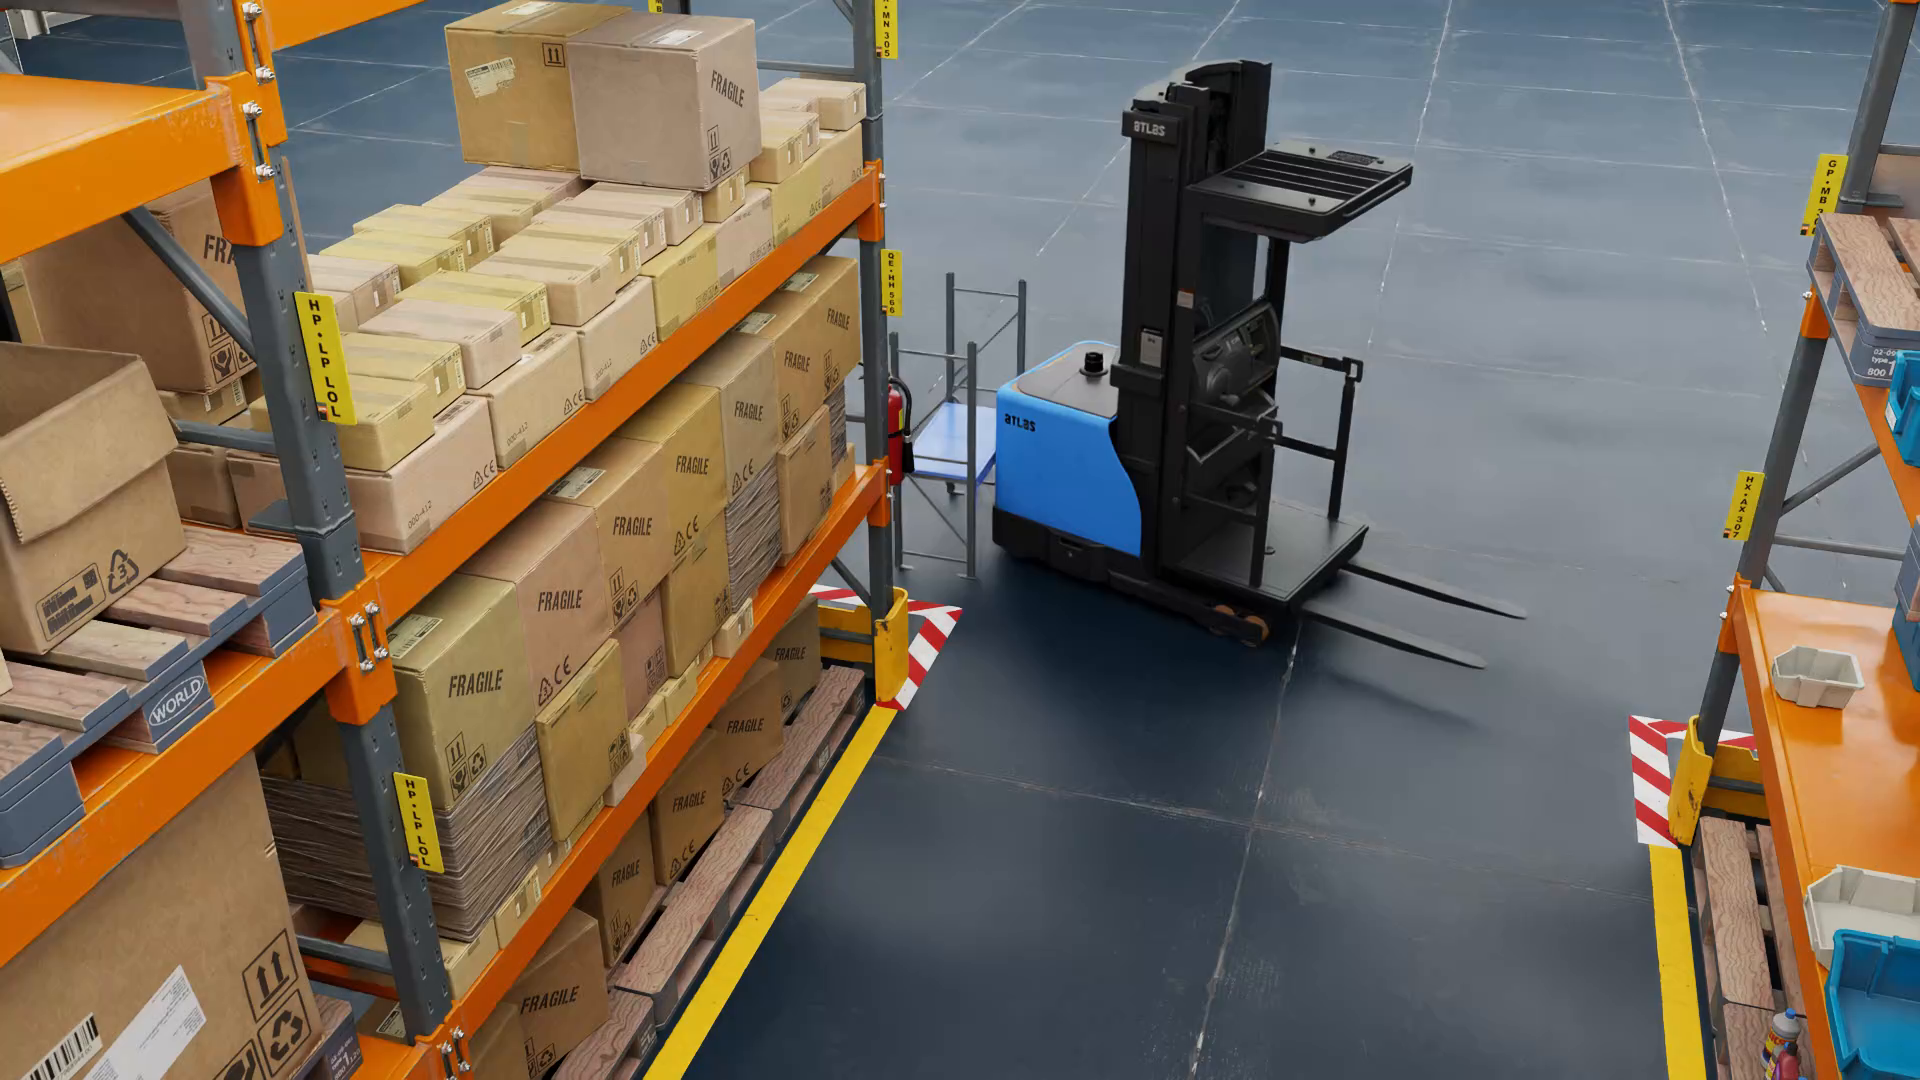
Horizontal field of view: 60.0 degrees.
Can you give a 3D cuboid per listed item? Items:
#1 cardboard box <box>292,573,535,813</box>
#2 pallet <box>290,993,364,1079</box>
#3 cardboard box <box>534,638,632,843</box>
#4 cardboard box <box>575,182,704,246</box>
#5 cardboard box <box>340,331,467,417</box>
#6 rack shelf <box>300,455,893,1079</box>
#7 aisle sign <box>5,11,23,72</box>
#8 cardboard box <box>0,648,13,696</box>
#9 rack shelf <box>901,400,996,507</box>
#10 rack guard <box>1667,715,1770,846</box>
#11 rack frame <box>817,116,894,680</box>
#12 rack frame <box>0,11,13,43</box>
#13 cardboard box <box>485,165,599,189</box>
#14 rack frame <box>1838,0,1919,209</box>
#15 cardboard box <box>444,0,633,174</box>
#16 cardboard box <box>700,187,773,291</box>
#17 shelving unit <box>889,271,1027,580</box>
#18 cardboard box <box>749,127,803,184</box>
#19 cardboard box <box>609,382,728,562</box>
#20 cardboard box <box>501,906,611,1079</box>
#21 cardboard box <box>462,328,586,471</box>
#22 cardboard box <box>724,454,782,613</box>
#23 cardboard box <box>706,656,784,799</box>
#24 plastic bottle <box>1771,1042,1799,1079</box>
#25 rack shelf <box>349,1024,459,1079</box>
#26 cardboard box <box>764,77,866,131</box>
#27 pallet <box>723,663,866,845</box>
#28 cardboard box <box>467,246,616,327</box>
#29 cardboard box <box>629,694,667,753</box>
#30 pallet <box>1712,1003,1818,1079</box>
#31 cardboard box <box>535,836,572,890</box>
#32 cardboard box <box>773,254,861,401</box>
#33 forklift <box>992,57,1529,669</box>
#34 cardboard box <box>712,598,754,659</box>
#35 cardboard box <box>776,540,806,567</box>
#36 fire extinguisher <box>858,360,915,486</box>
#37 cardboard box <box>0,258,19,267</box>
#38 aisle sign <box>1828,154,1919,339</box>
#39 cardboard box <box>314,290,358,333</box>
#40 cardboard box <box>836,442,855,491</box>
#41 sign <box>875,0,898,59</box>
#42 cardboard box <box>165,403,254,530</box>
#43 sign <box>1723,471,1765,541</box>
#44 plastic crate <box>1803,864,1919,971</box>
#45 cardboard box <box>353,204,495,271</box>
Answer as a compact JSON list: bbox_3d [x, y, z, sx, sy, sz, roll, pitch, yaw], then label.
[{"bbox_3d":[-1.644,0.424,4.964,0.500,0.500,0.500,8,30,15],"label":"cardboard box"},{"bbox_3d":[-2.382,1.626,4.439,1.003,0.211,1.213,8,30,15],"label":"pallet"},{"bbox_3d":[-1.647,0.607,5.665,0.875,0.500,0.500,8,30,15],"label":"cardboard box"},{"bbox_3d":[-1.142,-1.173,5.931,0.380,0.149,0.250,7,30,12],"label":"cardboard box"},{"bbox_3d":[-1.616,-0.452,4.636,0.380,0.149,0.250,7,30,12],"label":"cardboard box"},{"bbox_3d":[-1.432,0.593,6.839,1.077,0.370,4.000,8,30,15],"label":"rack shelf"},{"bbox_3d":[-5.249,-2.532,9.042,0.394,0.787,0.004,8,30,15],"label":"aisle sign"},{"bbox_3d":[-2.199,0.223,3.384,0.396,0.266,0.258,10,30,17],"label":"cardboard box"},{"bbox_3d":[0.003,-0.542,10.051,0.538,0.185,1.000,9,30,15],"label":"rack shelf"},{"bbox_3d":[3.912,1.190,7.596,1.175,0.500,0.348,8,30,15],"label":"rack guard"},{"bbox_3d":[-0.845,-0.651,8.335,1.000,3.000,0.127,8,30,15],"label":"rack frame"},{"bbox_3d":[-5.557,-4.027,8.233,1.000,3.000,0.127,8,30,15],"label":"rack frame"},{"bbox_3d":[-1.561,-1.376,6.297,0.380,0.149,0.250,7,30,13],"label":"cardboard box"},{"bbox_3d":[3.890,-2.566,5.606,1.000,3.000,0.127,8,30,15],"label":"rack frame"},{"bbox_3d":[-1.539,-1.703,6.217,0.500,0.500,0.500,8,30,15],"label":"cardboard box"},{"bbox_3d":[-1.046,-1.167,6.330,0.500,0.250,0.500,9,30,16],"label":"cardboard box"},{"bbox_3d":[0.003,-0.699,9.964,0.538,1.500,1.048,9,30,15],"label":"shelving unit"},{"bbox_3d":[-0.843,-1.530,6.573,0.380,0.149,0.250,9,30,15],"label":"cardboard box"},{"bbox_3d":[-1.215,-0.274,6.220,0.500,0.500,0.500,8,30,15],"label":"cardboard box"},{"bbox_3d":[-1.703,1.669,6.303,0.500,0.500,0.500,19,34,30],"label":"cardboard box"},{"bbox_3d":[-1.492,-0.457,5.054,0.500,0.250,0.500,8,30,14],"label":"cardboard box"},{"bbox_3d":[-1.253,-0.097,6.931,0.875,0.500,0.500,8,30,15],"label":"cardboard box"},{"bbox_3d":[-1.187,0.828,7.815,0.500,0.500,0.500,17,33,28],"label":"cardboard box"},{"bbox_3d":[2.976,1.951,5.999,0.061,0.283,0.133,9,30,16],"label":"plastic bottle"},{"bbox_3d":[-2.606,2.452,3.497,1.077,0.370,4.000,8,30,15],"label":"rack shelf"},{"bbox_3d":[-0.628,-1.897,7.233,0.380,0.149,0.250,8,30,15],"label":"cardboard box"},{"bbox_3d":[-1.140,0.975,8.280,1.003,0.211,1.213,8,30,15],"label":"pallet"},{"bbox_3d":[-1.324,-0.807,5.273,0.380,0.149,0.250,8,30,14],"label":"cardboard box"},{"bbox_3d":[-1.325,0.676,6.207,0.380,0.149,0.250,8,30,15],"label":"cardboard box"},{"bbox_3d":[3.309,2.258,5.974,1.003,0.211,1.213,8,30,15],"label":"pallet"},{"bbox_3d":[-1.536,1.026,5.578,0.380,0.149,0.250,8,30,15],"label":"cardboard box"},{"bbox_3d":[-0.770,-0.971,7.472,0.500,0.500,0.500,8,30,15],"label":"cardboard box"},{"bbox_3d":[1.684,-0.986,9.007,3.031,2.935,1.130,20,35,31],"label":"forklift"},{"bbox_3d":[-1.071,0.333,6.825,0.380,0.149,0.250,8,30,15],"label":"cardboard box"},{"bbox_3d":[-0.918,-0.026,7.469,0.380,0.149,0.250,8,30,15],"label":"cardboard box"},{"bbox_3d":[-0.371,-0.605,8.331,0.296,0.674,0.183,8,30,15],"label":"fire extinguisher"},{"bbox_3d":[-5.703,-1.776,9.092,0.875,0.550,0.550,8,30,15],"label":"cardboard box"},{"bbox_3d":[3.631,-1.156,6.568,0.394,0.787,0.004,8,30,15],"label":"aisle sign"},{"bbox_3d":[-2.043,-0.644,4.981,0.380,0.149,0.250,7,30,12],"label":"cardboard box"},{"bbox_3d":[-0.731,-0.379,8.105,0.380,0.149,0.250,8,30,15],"label":"cardboard box"},{"bbox_3d":[-0.320,-2.260,7.231,0.100,0.325,0.005,8,30,15],"label":"sign"},{"bbox_3d":[-2.135,-0.287,4.748,0.500,0.250,0.500,10,31,17],"label":"cardboard box"},{"bbox_3d":[3.365,-0.146,7.142,0.100,0.325,0.005,8,30,15],"label":"sign"},{"bbox_3d":[2.950,1.239,5.208,0.530,0.136,0.437,8,30,15],"label":"plastic crate"},{"bbox_3d":[-1.818,-1.017,5.652,0.380,0.149,0.250,10,31,17],"label":"cardboard box"}]
